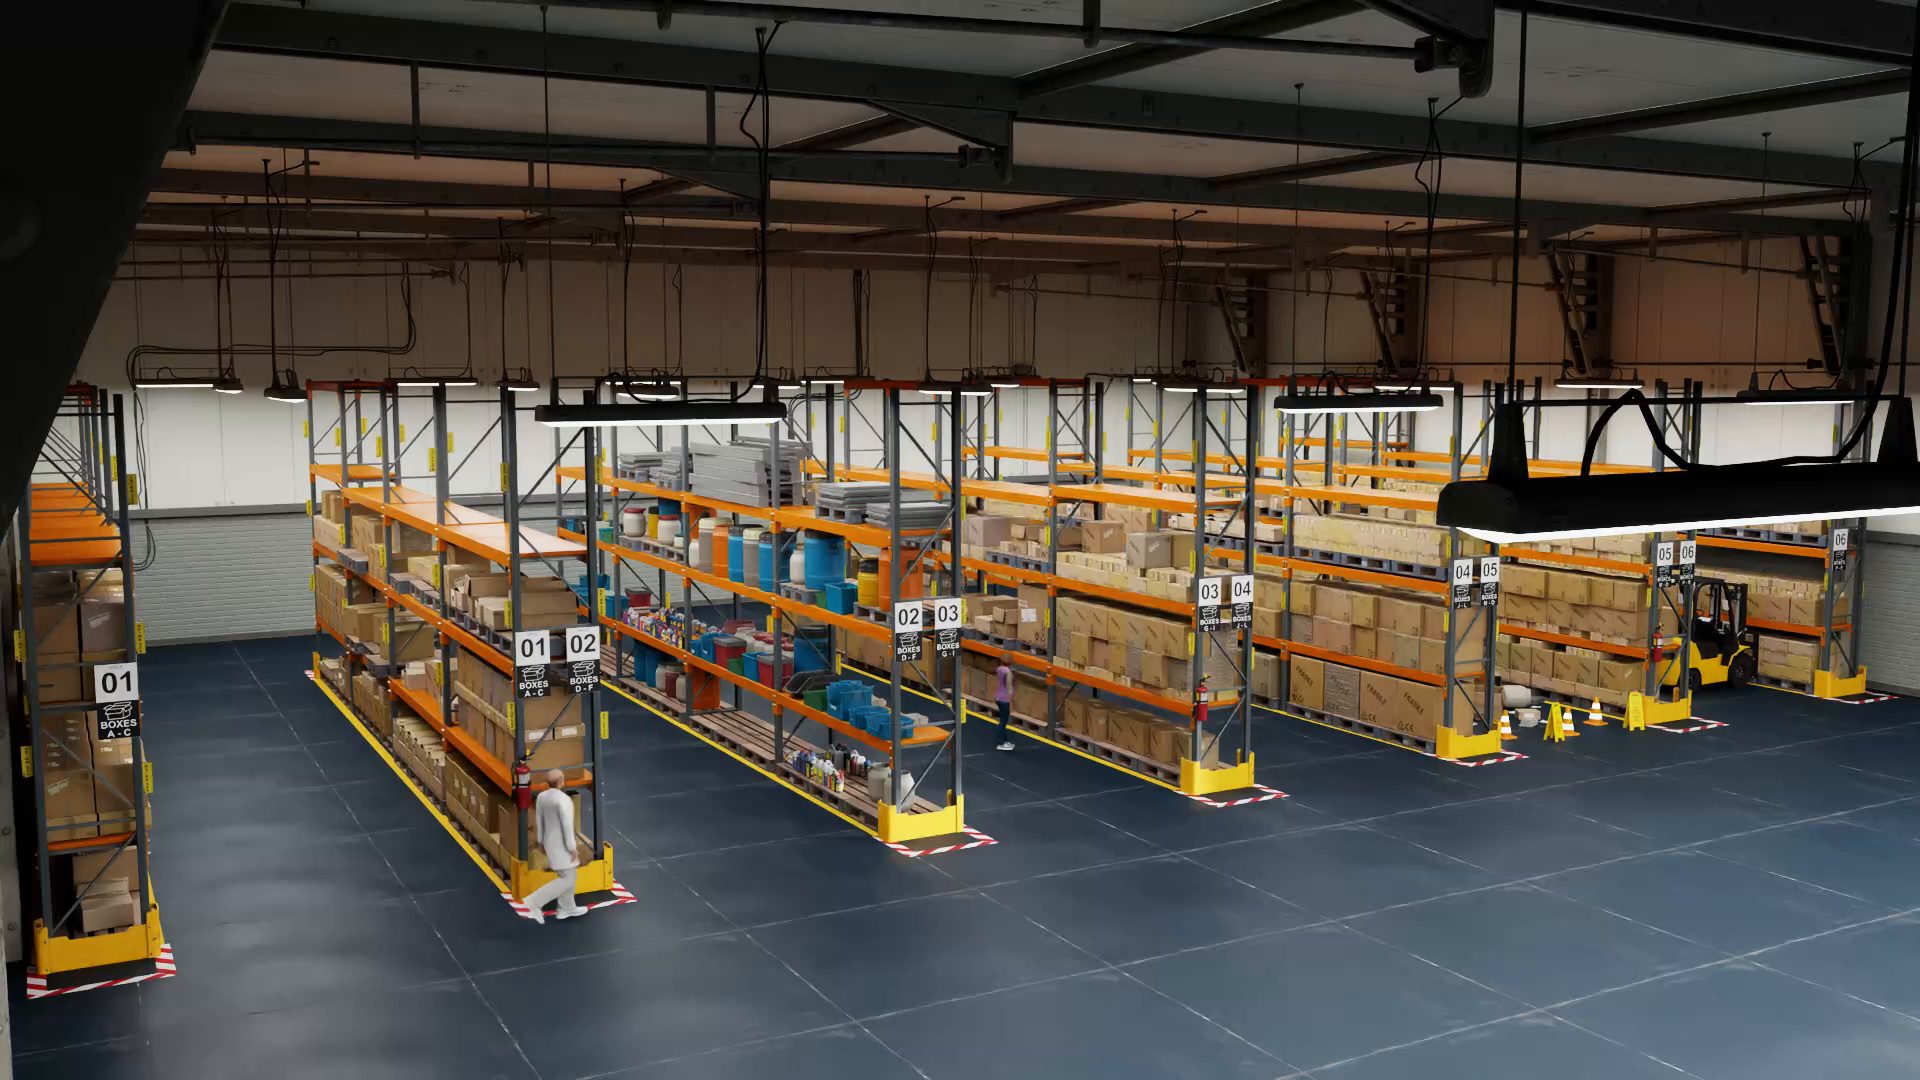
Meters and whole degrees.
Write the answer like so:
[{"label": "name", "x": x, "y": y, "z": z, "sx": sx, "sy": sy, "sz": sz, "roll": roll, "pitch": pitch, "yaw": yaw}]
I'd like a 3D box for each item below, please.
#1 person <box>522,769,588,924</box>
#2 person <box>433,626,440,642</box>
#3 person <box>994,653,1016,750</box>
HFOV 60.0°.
[{"label": "person", "x": -4.586, "y": 3.449, "z": 18.777, "sx": 0.782, "sy": 1.749, "sz": 0.609, "roll": -3, "pitch": 7, "yaw": -26}, {"label": "person", "x": -11.621, "y": 1.466, "z": 37.733, "sx": 1.017, "sy": 1.726, "sz": 0.669, "roll": -2, "pitch": 6, "yaw": -15}, {"label": "person", "x": 0.760, "y": 2.642, "z": 27.246, "sx": 0.379, "sy": 1.611, "sz": 0.432, "roll": -2, "pitch": 6, "yaw": -20}]
